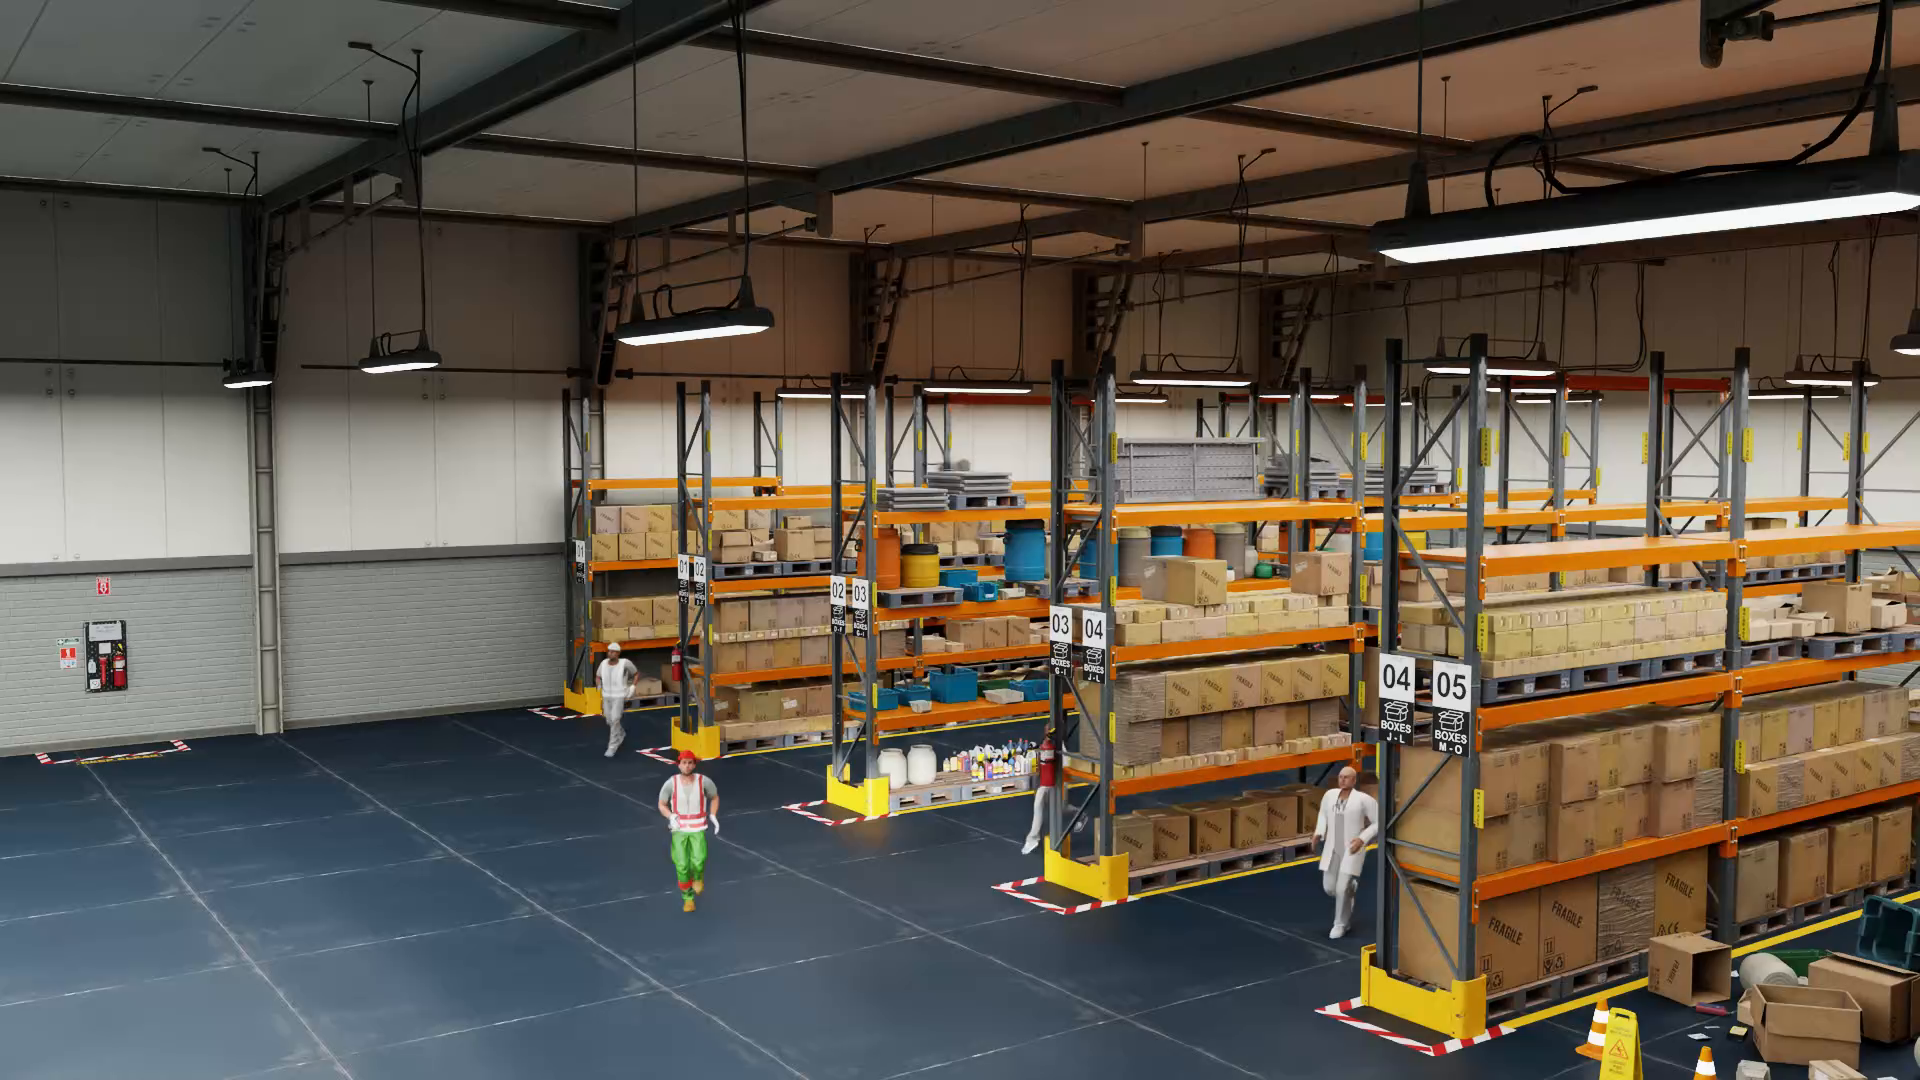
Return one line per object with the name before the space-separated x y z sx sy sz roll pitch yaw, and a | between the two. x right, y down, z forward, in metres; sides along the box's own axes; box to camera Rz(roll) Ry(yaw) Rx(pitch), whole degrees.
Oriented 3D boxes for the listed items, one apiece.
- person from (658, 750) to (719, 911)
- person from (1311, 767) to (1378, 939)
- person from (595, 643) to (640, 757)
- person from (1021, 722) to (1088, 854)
person | -2.937 3.140 17.998 0.655 1.742 0.593 -1 4 -8
person | 4.020 3.243 17.226 0.724 1.685 0.653 3 5 38
person | -5.563 2.548 26.869 0.709 1.796 0.844 1 4 16
person | 1.200 3.048 20.669 1.032 1.601 0.506 -3 5 -42
